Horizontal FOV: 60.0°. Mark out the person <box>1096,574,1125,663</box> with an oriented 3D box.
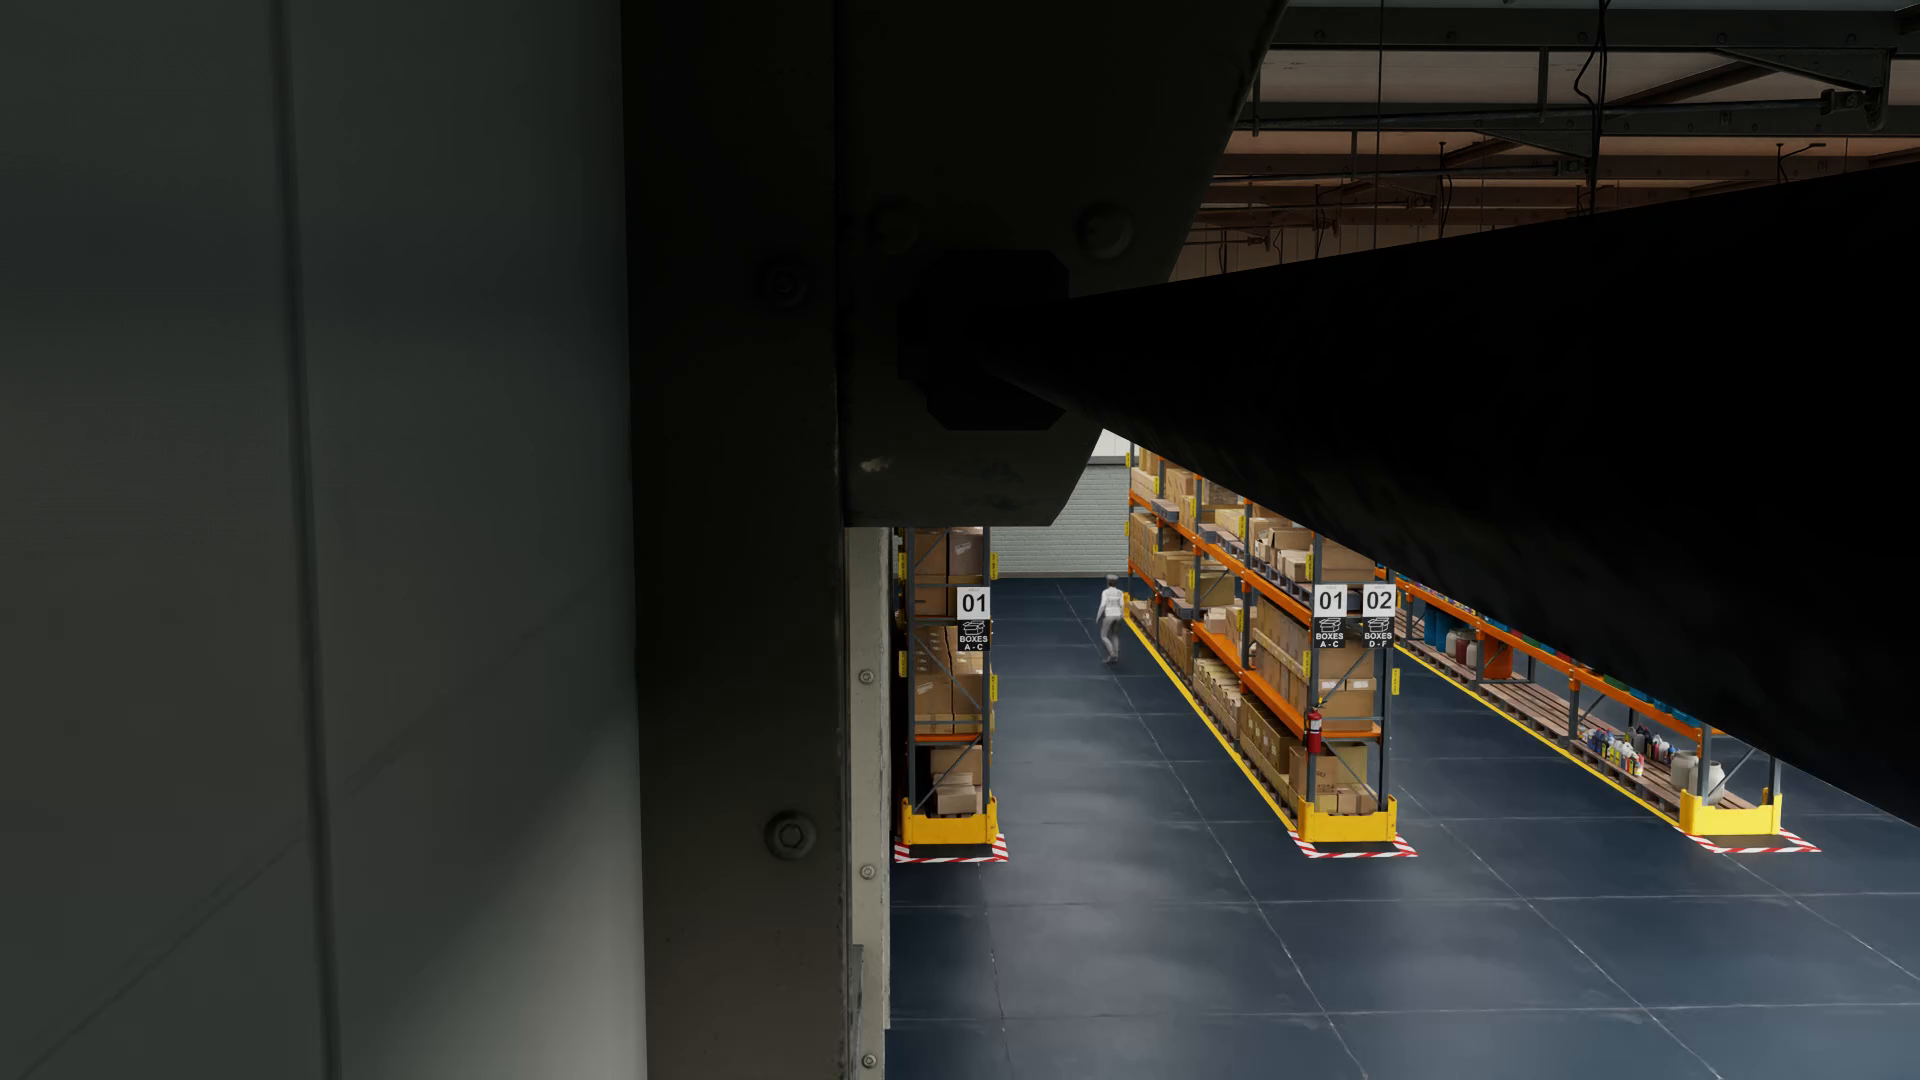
[{"bbox_3d":[2.889,1.498,31.463,0.551,1.647,0.546,-4,8,-26],"label":"person"}]
